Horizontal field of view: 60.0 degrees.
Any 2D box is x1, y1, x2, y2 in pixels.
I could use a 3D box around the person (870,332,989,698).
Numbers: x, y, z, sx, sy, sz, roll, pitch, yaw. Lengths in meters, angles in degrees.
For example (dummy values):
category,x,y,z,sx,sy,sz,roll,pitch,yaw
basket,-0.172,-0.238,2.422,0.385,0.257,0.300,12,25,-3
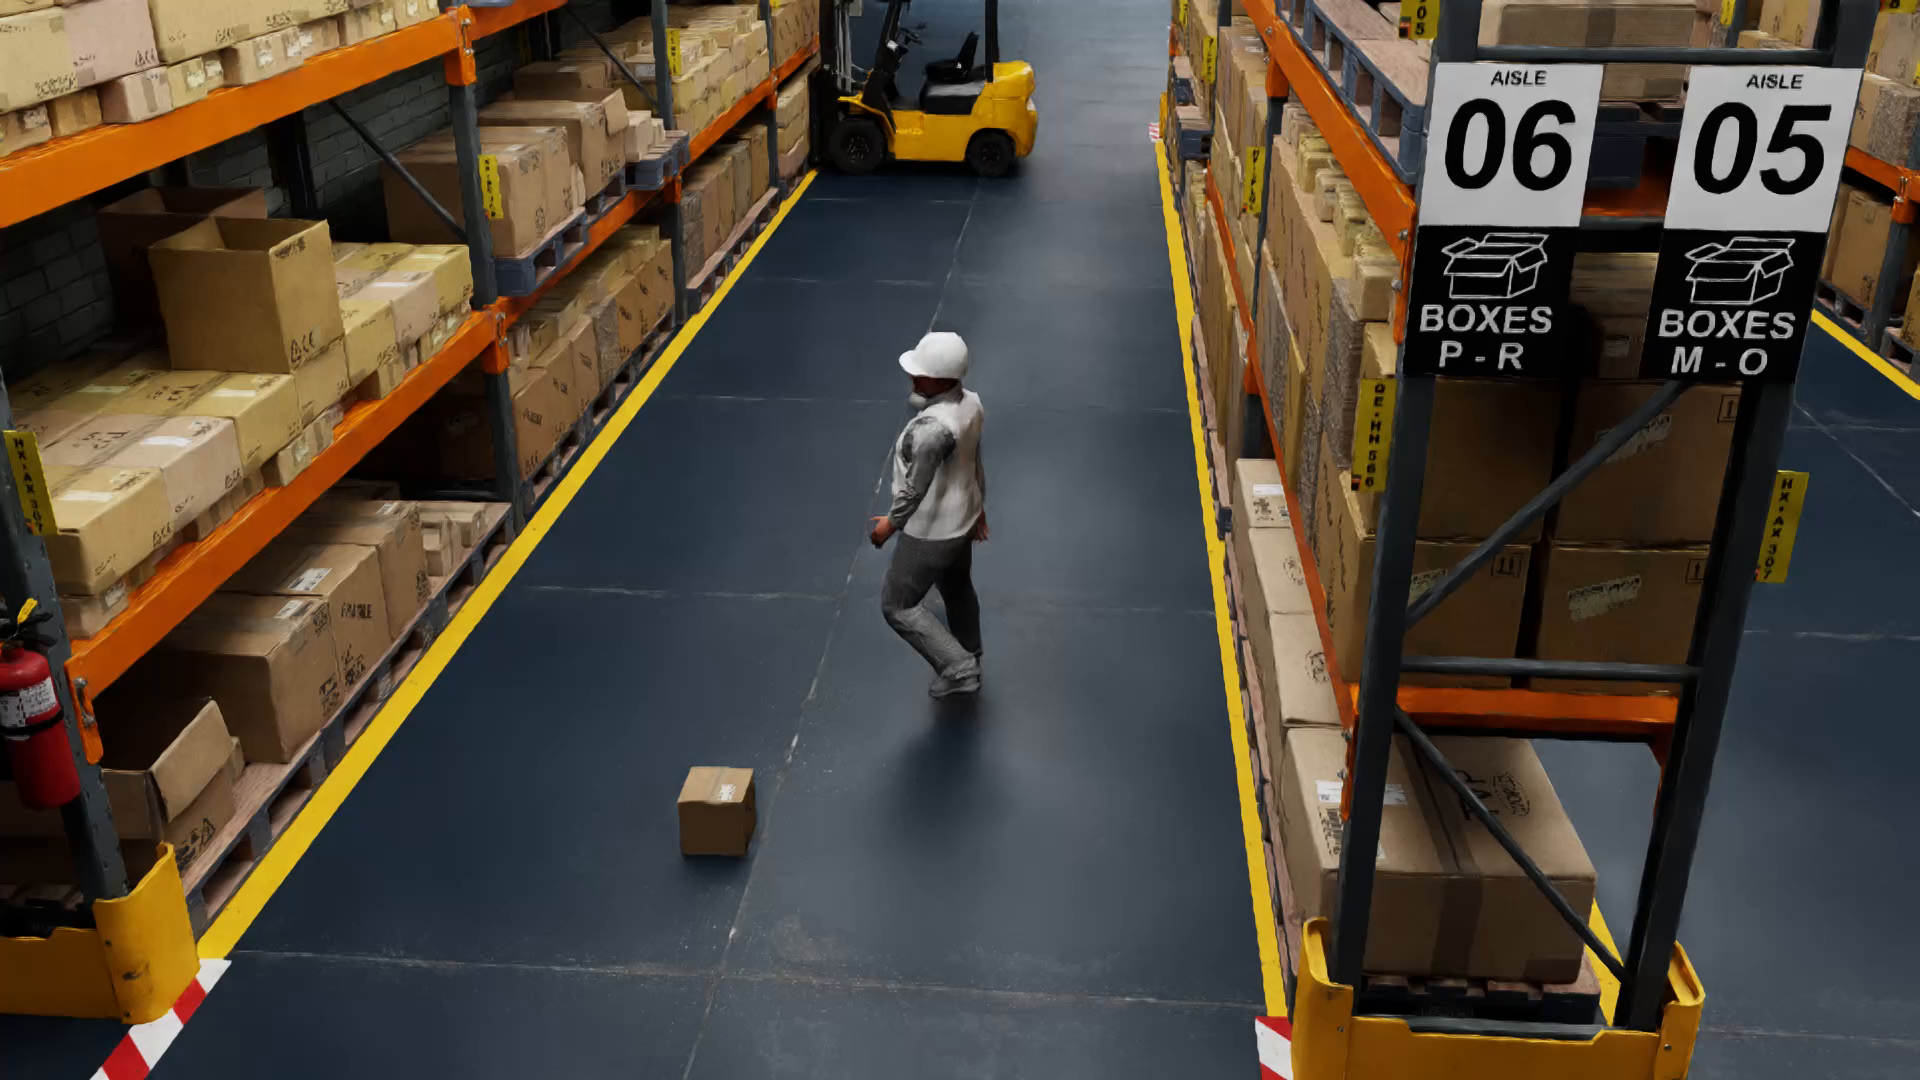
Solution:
category,x,y,z,sx,sy,sz,roll,pitch,yaw
person,-0.083,-0.118,7.346,0.534,1.751,0.682,8,25,17
